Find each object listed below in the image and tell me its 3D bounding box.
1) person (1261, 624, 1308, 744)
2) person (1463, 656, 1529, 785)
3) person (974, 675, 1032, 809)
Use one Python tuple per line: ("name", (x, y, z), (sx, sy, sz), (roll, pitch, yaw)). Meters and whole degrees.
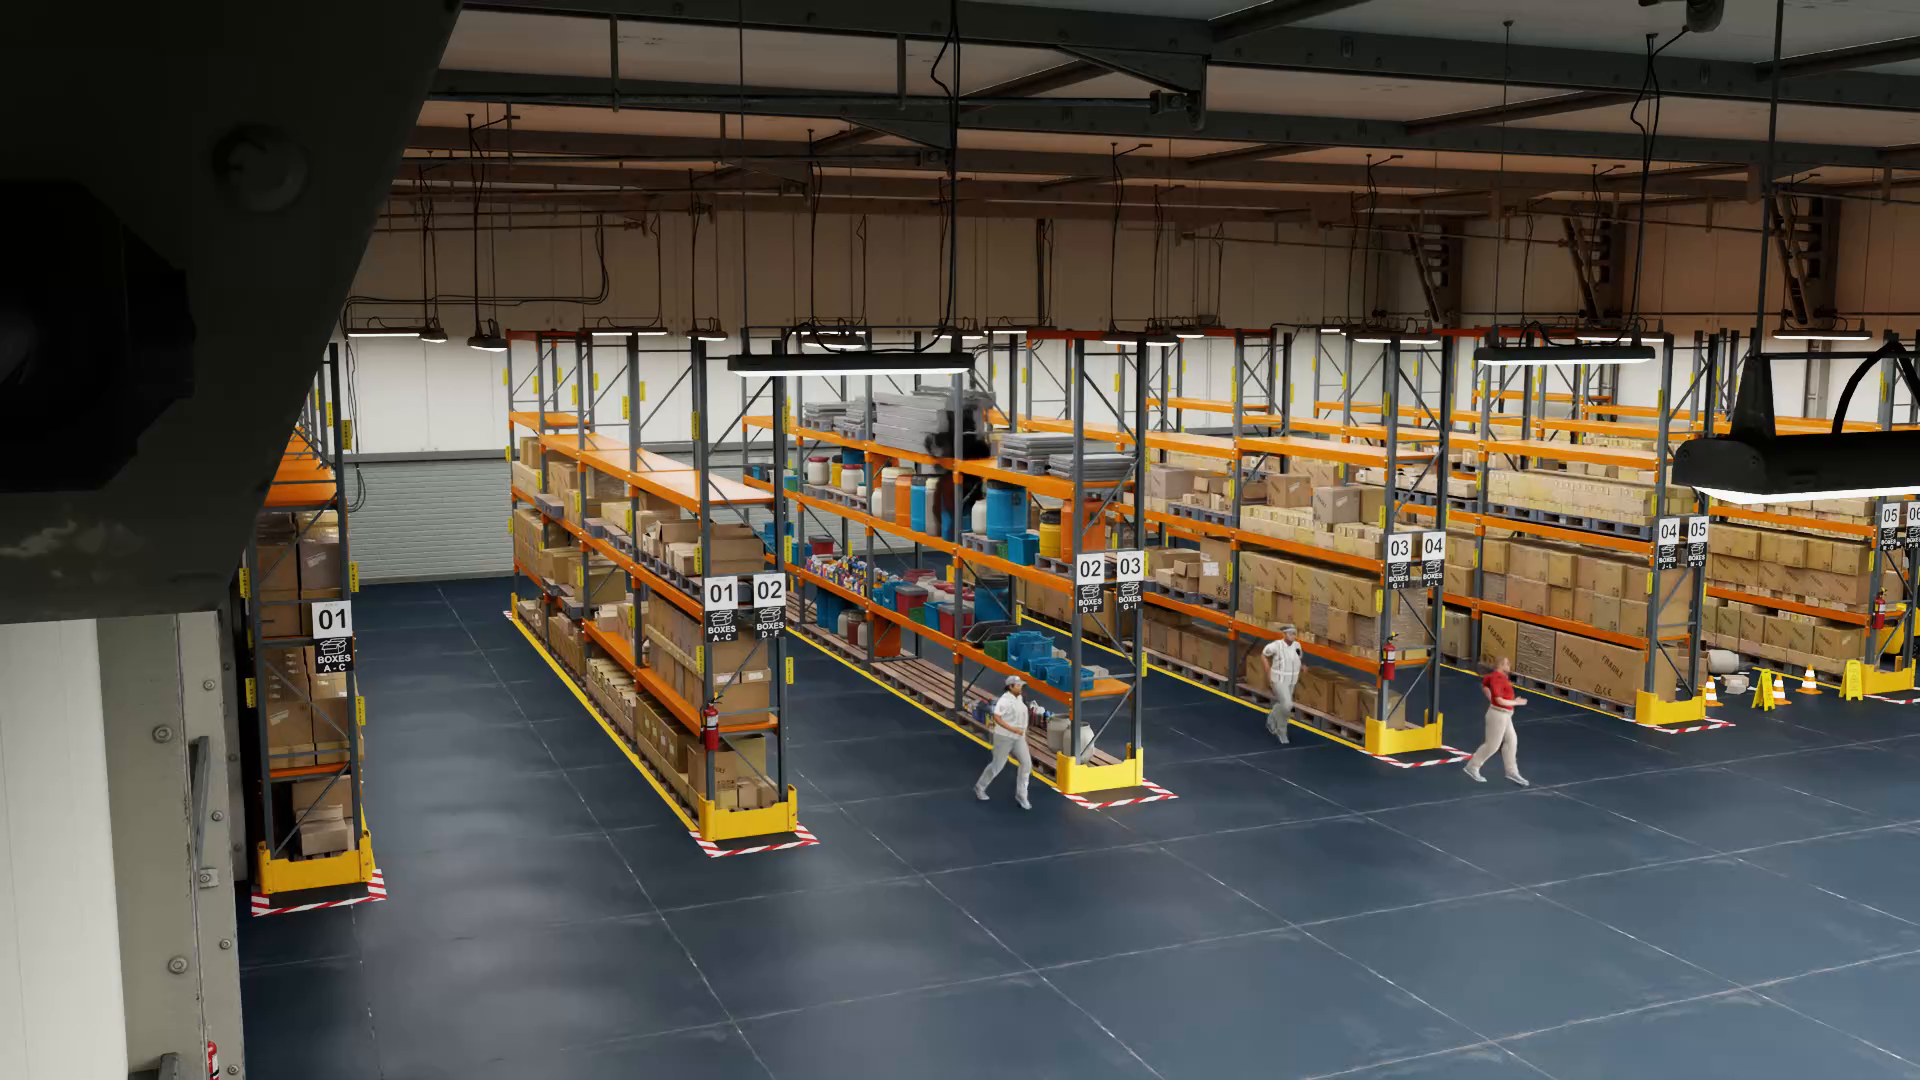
("person", (4.830, 2.123, 24.746), (0.570, 1.826, 0.863), (-5, 9, -32))
("person", (7.261, 2.425, 22.410), (0.850, 1.760, 0.671), (3, 8, 20))
("person", (0.656, 2.599, 21.604), (0.810, 1.691, 0.694), (6, 10, 39))
